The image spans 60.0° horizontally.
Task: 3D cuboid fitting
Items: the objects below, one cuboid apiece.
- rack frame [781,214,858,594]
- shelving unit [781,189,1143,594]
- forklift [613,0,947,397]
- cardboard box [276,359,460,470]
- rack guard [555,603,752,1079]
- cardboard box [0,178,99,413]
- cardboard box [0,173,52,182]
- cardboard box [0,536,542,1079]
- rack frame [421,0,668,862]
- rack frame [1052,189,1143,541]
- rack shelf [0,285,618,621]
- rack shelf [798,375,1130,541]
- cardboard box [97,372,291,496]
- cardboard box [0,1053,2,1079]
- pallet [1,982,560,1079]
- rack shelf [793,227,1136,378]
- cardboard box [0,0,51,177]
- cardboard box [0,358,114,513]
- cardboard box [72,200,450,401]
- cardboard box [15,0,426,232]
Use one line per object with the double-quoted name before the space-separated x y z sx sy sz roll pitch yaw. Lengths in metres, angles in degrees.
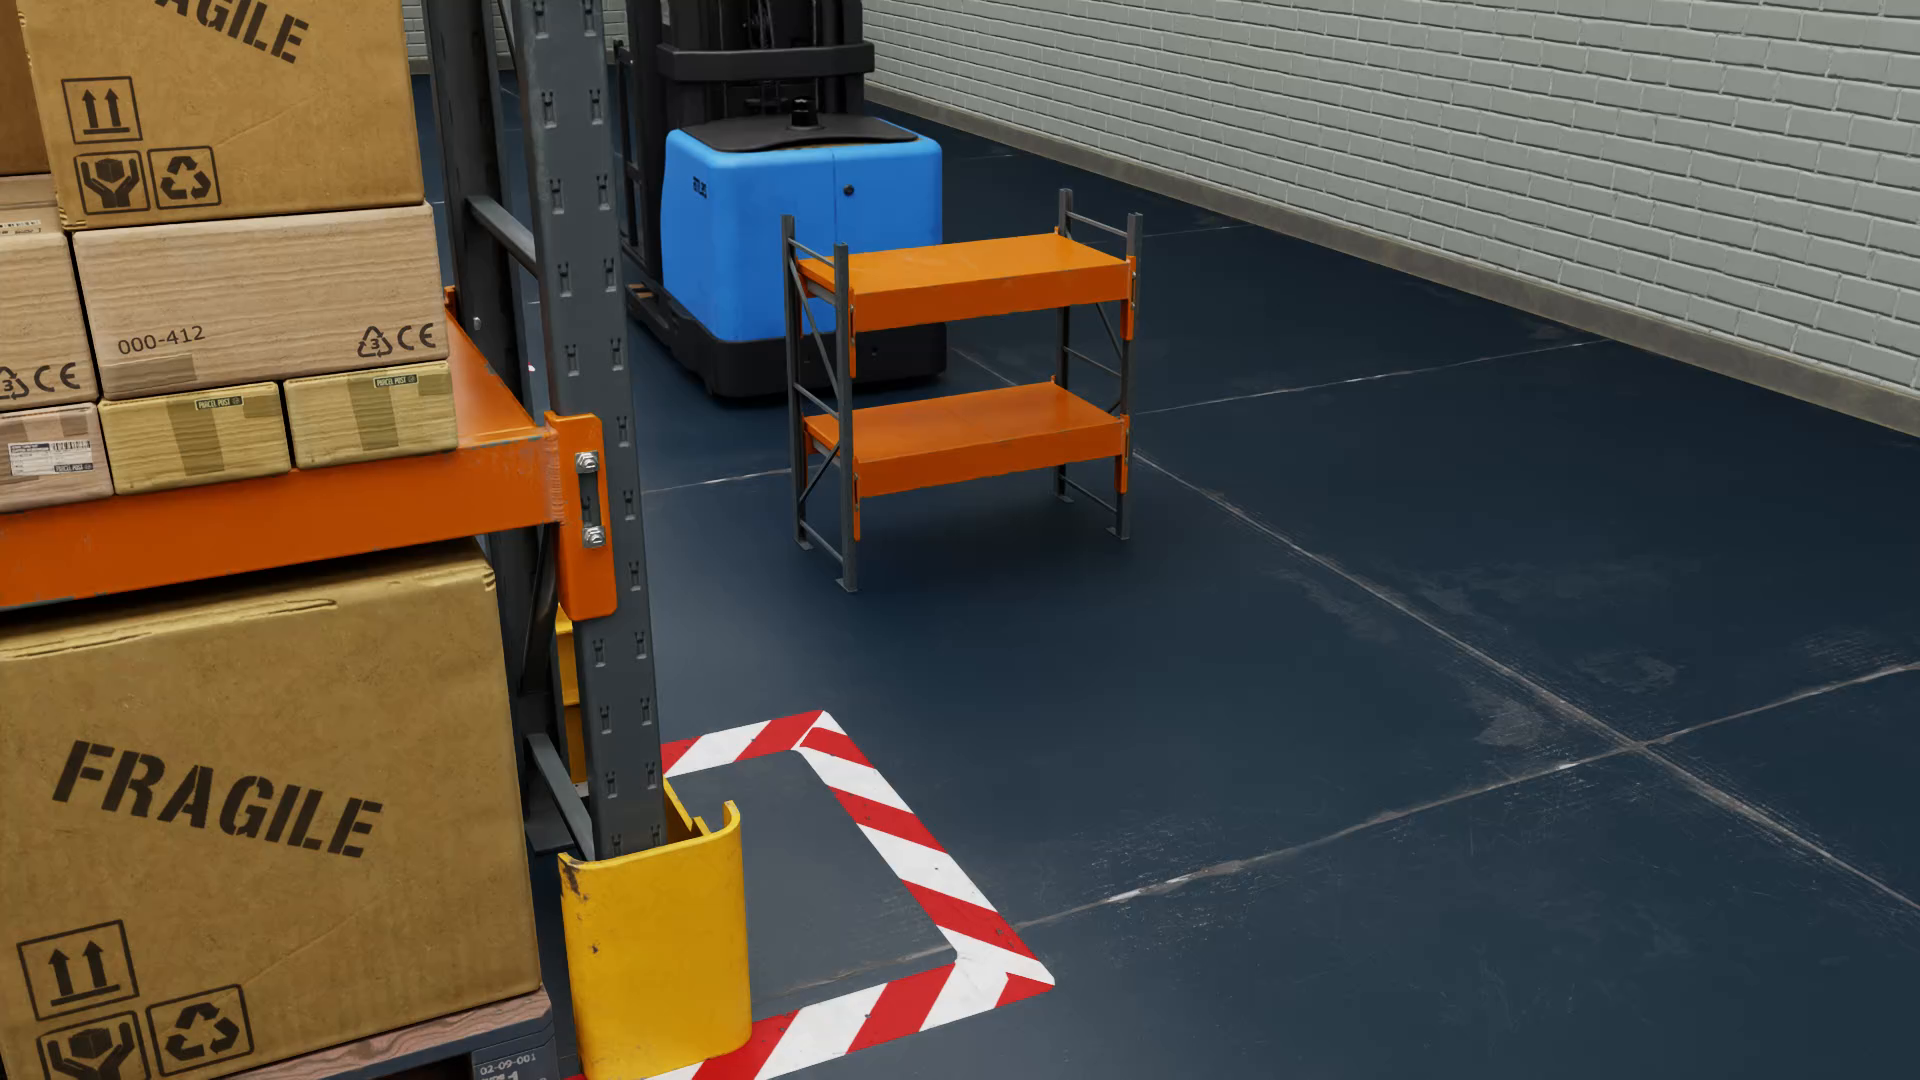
"rack frame" -0.452 -0.437 5.334 0.032 1.125 0.500 -10 25 -24
"shelving unit" 0.006 -0.521 5.538 1.048 1.125 0.538 -10 25 -24
"forklift" -1.090 -2.489 7.930 1.130 2.935 3.031 -9 24 -21
"cardboard box" -1.004 -0.261 2.788 0.250 0.149 0.380 -10 24 -23
"rack guard" -0.805 0.601 3.644 0.348 0.500 1.175 -10 25 -24
"cardboard box" -1.605 -0.362 2.510 0.500 0.250 0.500 -11 25 -25
"cardboard box" -1.841 -0.543 2.947 0.500 0.250 0.500 -11 25 -24
"cardboard box" -1.368 0.372 3.159 0.875 0.875 0.875 -10 25 -24
"rack frame" -0.826 -0.550 3.156 0.127 3.000 1.000 -10 25 -24
"rack frame" 0.464 -0.605 5.741 0.032 1.125 0.500 -10 25 -24
"rack shelf" -2.628 0.114 2.493 4.000 0.370 1.077 -10 25 -24
"rack shelf" 0.006 -0.295 5.631 1.000 0.278 0.538 -10 25 -24
"cardboard box" -1.238 -0.218 2.682 0.250 0.149 0.380 -10 25 -23
"cardboard box" -2.188 0.523 2.795 0.875 0.875 0.875 -10 25 -24
"pallet" -1.513 0.898 3.304 1.213 0.211 1.003 -10 25 -24
"rack shelf" 0.006 -0.791 5.426 1.000 0.278 0.538 -10 25 -24
"cardboard box" -1.826 -0.895 2.817 0.500 0.500 0.500 -11 25 -25
"cardboard box" -1.466 -0.176 2.582 0.250 0.149 0.380 -10 25 -23
"cardboard box" -1.148 -0.446 2.713 0.500 0.250 0.500 -11 25 -24
"cardboard box" -1.151 -0.793 2.571 0.500 0.500 0.500 -10 25 -23
